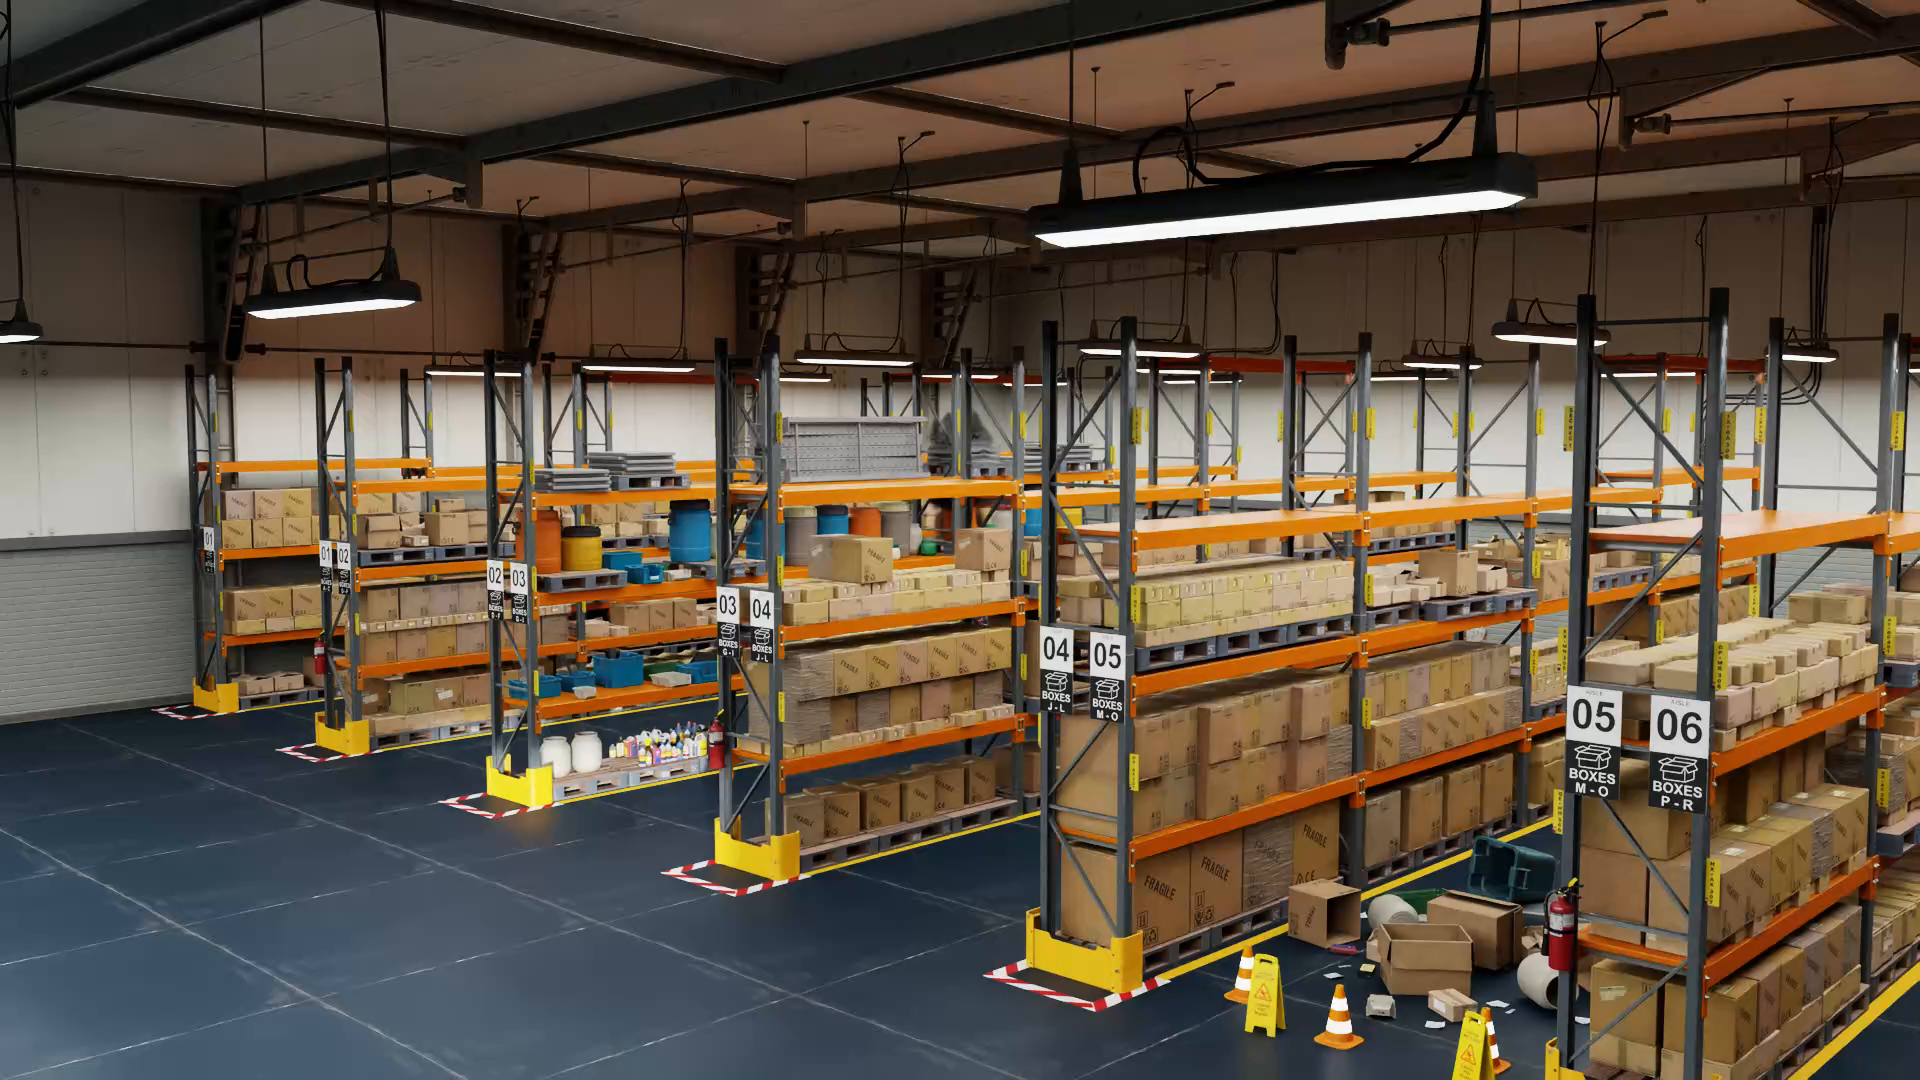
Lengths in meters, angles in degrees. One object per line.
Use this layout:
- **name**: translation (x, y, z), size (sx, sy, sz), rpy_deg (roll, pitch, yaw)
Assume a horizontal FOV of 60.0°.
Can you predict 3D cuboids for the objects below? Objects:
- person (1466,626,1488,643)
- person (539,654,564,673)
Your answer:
- **person**: translation (9.552, 1.998, 31.008), size (0.560, 1.598, 0.654), rpy_deg (3, 6, 38)
- **person**: translation (-7.896, 1.927, 31.820), size (0.702, 1.673, 0.823), rpy_deg (-1, 4, -7)
